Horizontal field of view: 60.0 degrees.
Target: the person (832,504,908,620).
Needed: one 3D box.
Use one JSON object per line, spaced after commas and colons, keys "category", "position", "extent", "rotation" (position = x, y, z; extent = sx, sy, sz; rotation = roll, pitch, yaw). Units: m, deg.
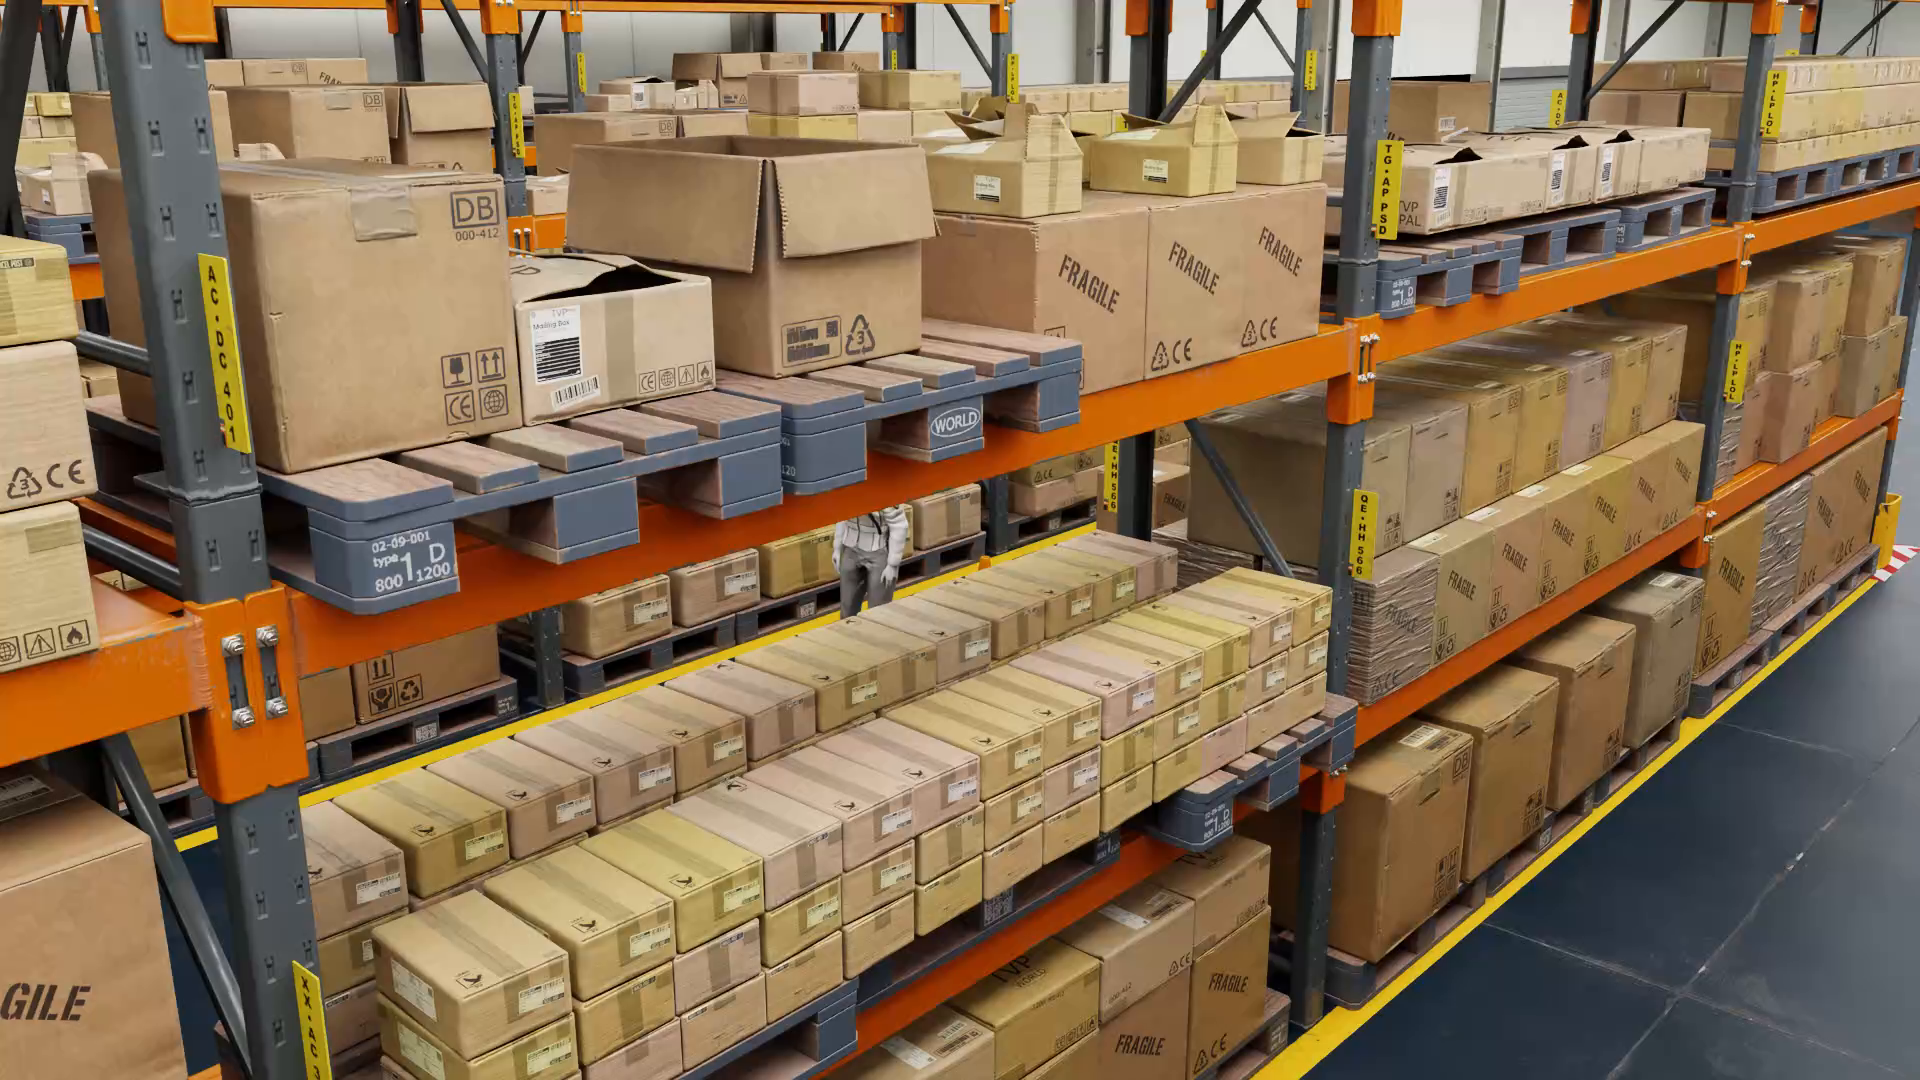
{"category": "person", "position": [-0.537, 0.108, 9.686], "extent": [0.526, 1.663, 0.375], "rotation": [14, 22, 39]}
